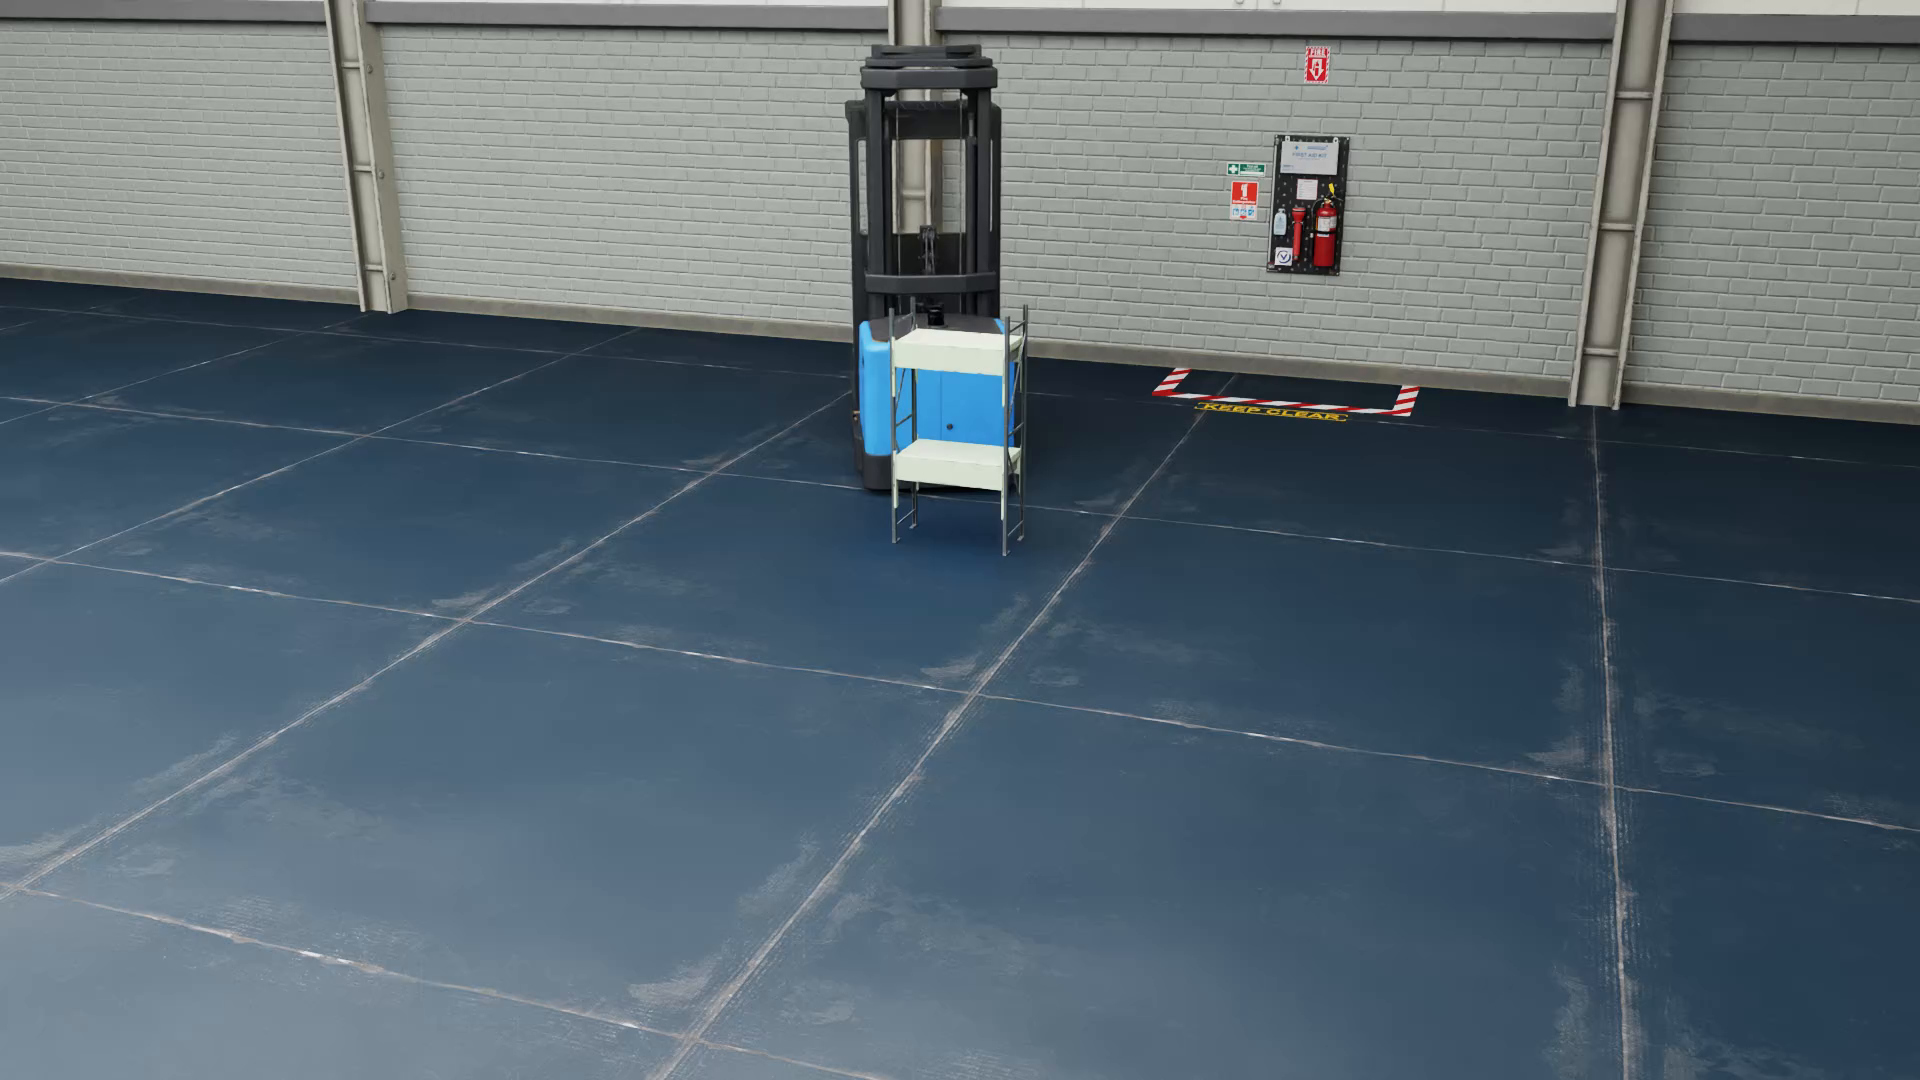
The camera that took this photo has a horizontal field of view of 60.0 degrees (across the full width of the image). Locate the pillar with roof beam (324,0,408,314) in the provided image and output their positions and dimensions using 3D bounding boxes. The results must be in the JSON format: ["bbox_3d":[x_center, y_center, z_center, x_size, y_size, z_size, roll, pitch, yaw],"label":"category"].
[{"bbox_3d":[-7.478,-5.343,12.231,0.400,9.000,9.100,7,20,18],"label":"pillar with roof beam"}]

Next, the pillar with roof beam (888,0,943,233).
[{"bbox_3d":[-1.810,-4.694,10.372,0.400,9.000,9.100,7,20,18],"label":"pillar with roof beam"}]

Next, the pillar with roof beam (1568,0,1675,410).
[{"bbox_3d":[3.857,-4.046,8.513,0.400,9.000,9.100,7,20,18],"label":"pillar with roof beam"}]

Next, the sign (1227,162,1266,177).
[{"bbox_3d":[2.461,-3.186,14.301,0.331,0.109,0.001,7,20,18],"label":"sign"}]

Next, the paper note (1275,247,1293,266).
[{"bbox_3d":[2.804,-2.455,14.401,0.142,0.148,0.016,7,20,18],"label":"paper note"}]

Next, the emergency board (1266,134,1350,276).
[{"bbox_3d":[2.948,-2.831,14.140,0.643,1.169,0.194,7,20,18],"label":"emergency board"}]

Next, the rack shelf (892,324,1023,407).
[{"bbox_3d":[-0.006,-1.077,10.203,0.720,0.370,0.431,7,20,18],"label":"rack shelf"}]

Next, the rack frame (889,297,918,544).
[{"bbox_3d":[-0.352,-0.748,10.445,0.023,1.500,0.400,7,20,18],"label":"rack frame"}]

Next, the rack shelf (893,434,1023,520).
[{"bbox_3d":[-0.006,-0.401,10.439,0.720,0.370,0.431,7,20,18],"label":"rack shelf"}]

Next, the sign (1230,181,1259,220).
[{"bbox_3d":[2.460,-2.939,14.398,0.234,0.329,0.001,7,20,18],"label":"sign"}]

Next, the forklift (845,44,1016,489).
[{"bbox_3d":[-0.274,-2.171,12.351,1.130,2.935,3.031,-2,19,-5],"label":"forklift"}]

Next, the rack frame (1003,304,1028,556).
[{"bbox_3d":[0.339,-0.669,10.218,0.023,1.500,0.400,7,20,18],"label":"rack frame"}]

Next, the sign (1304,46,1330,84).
[{"bbox_3d":[2.973,-3.957,13.850,0.199,0.298,0.001,7,20,18],"label":"sign"}]

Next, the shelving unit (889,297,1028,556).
[{"bbox_3d":[-0.006,-0.709,10.331,0.755,1.500,0.431,7,20,18],"label":"shelving unit"}]
